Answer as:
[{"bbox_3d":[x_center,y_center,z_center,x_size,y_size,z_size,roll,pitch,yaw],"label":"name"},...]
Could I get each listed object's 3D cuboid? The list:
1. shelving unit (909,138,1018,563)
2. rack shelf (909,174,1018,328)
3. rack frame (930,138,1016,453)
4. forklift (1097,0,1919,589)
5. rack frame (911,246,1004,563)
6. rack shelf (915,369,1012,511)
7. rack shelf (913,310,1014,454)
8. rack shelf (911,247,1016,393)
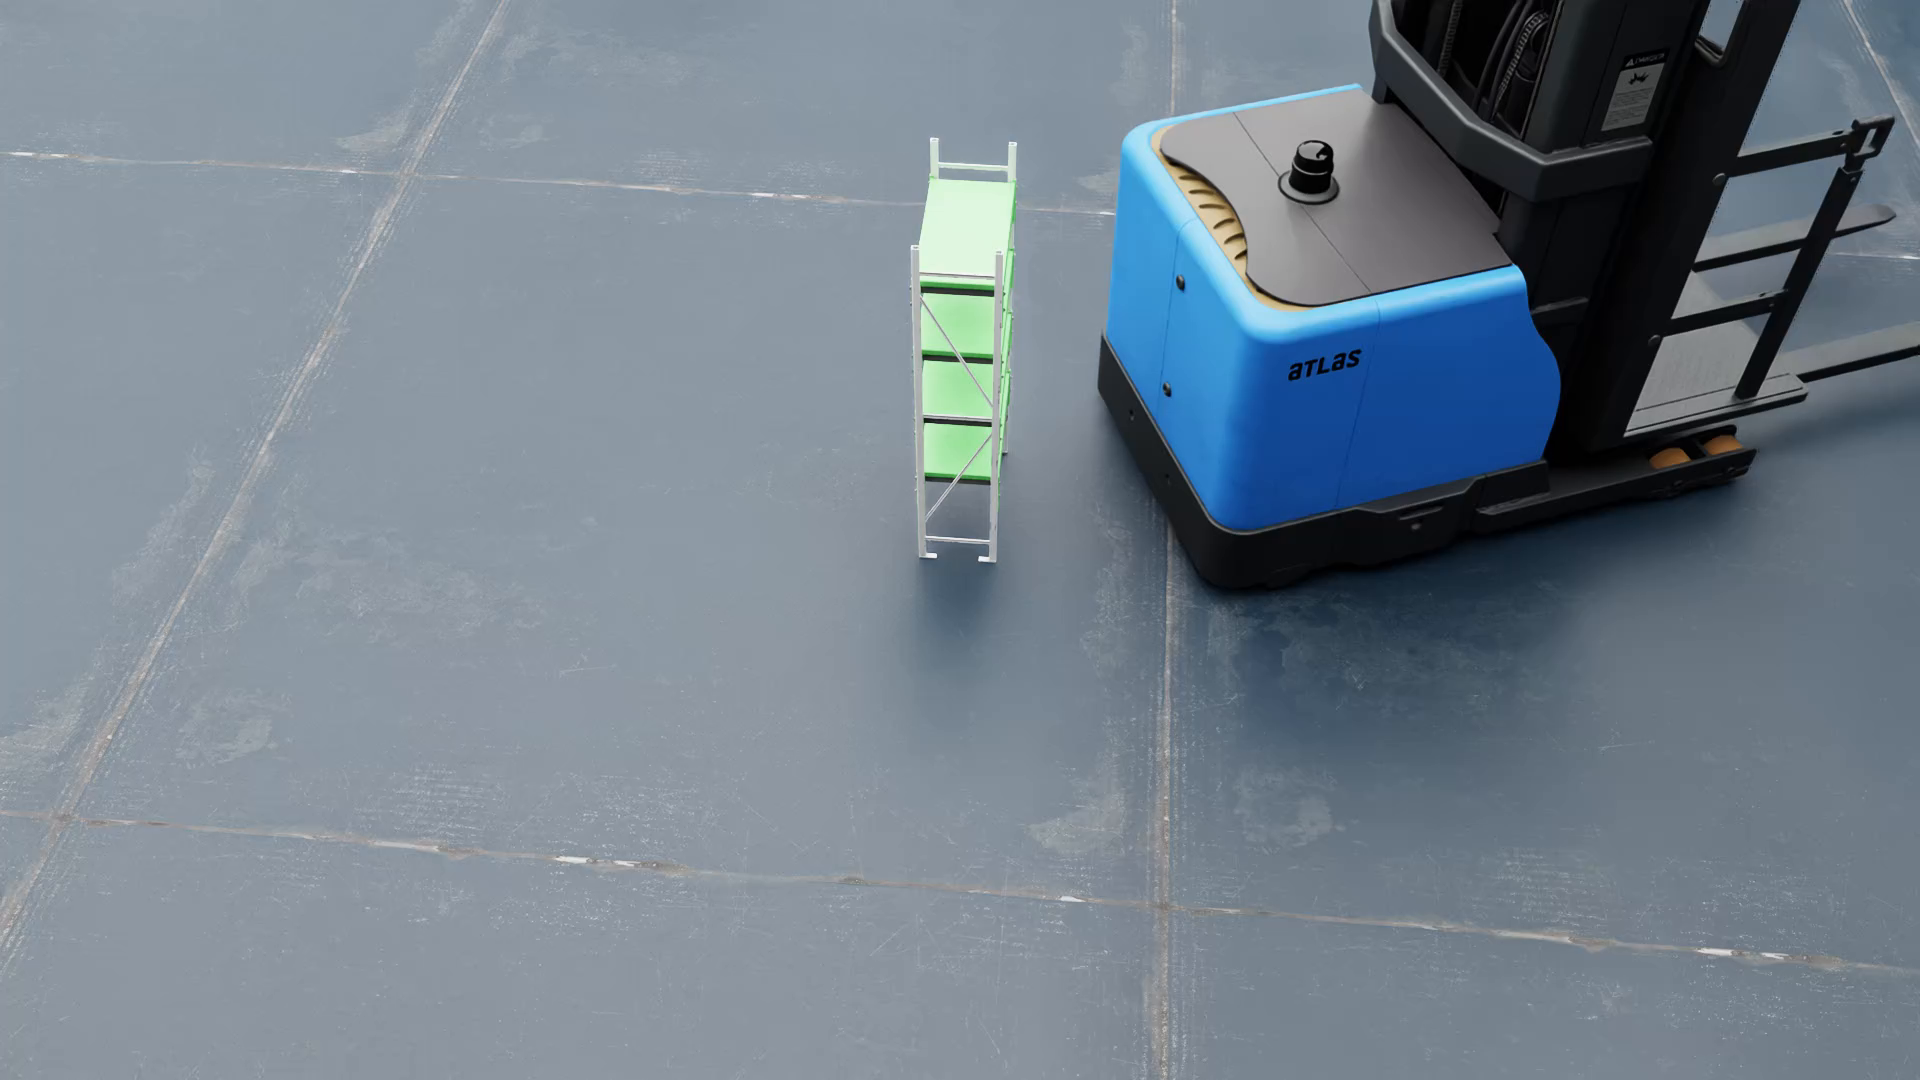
[{"bbox_3d":[0.015,-0.527,4.919,0.258,1.200,0.503,4,48,4],"label":"shelving unit"},{"bbox_3d":[0.015,-0.807,4.611,0.258,0.148,0.480,4,48,4],"label":"rack shelf"},{"bbox_3d":[0.037,-0.706,5.083,0.240,1.200,0.015,4,48,4],"label":"rack frame"},{"bbox_3d":[2.040,-1.484,4.621,3.031,2.935,1.130,-13,49,-12],"label":"forklift"},{"bbox_3d":[-0.007,-0.347,4.755,0.240,1.200,0.015,4,48,4],"label":"rack frame"},{"bbox_3d":[0.015,-0.321,5.143,0.258,0.148,0.480,4,48,4],"label":"rack shelf"},{"bbox_3d":[0.015,-0.483,4.966,0.258,0.148,0.480,4,48,4],"label":"rack shelf"},{"bbox_3d":[0.015,-0.645,4.789,0.258,0.148,0.480,4,48,4],"label":"rack shelf"}]
